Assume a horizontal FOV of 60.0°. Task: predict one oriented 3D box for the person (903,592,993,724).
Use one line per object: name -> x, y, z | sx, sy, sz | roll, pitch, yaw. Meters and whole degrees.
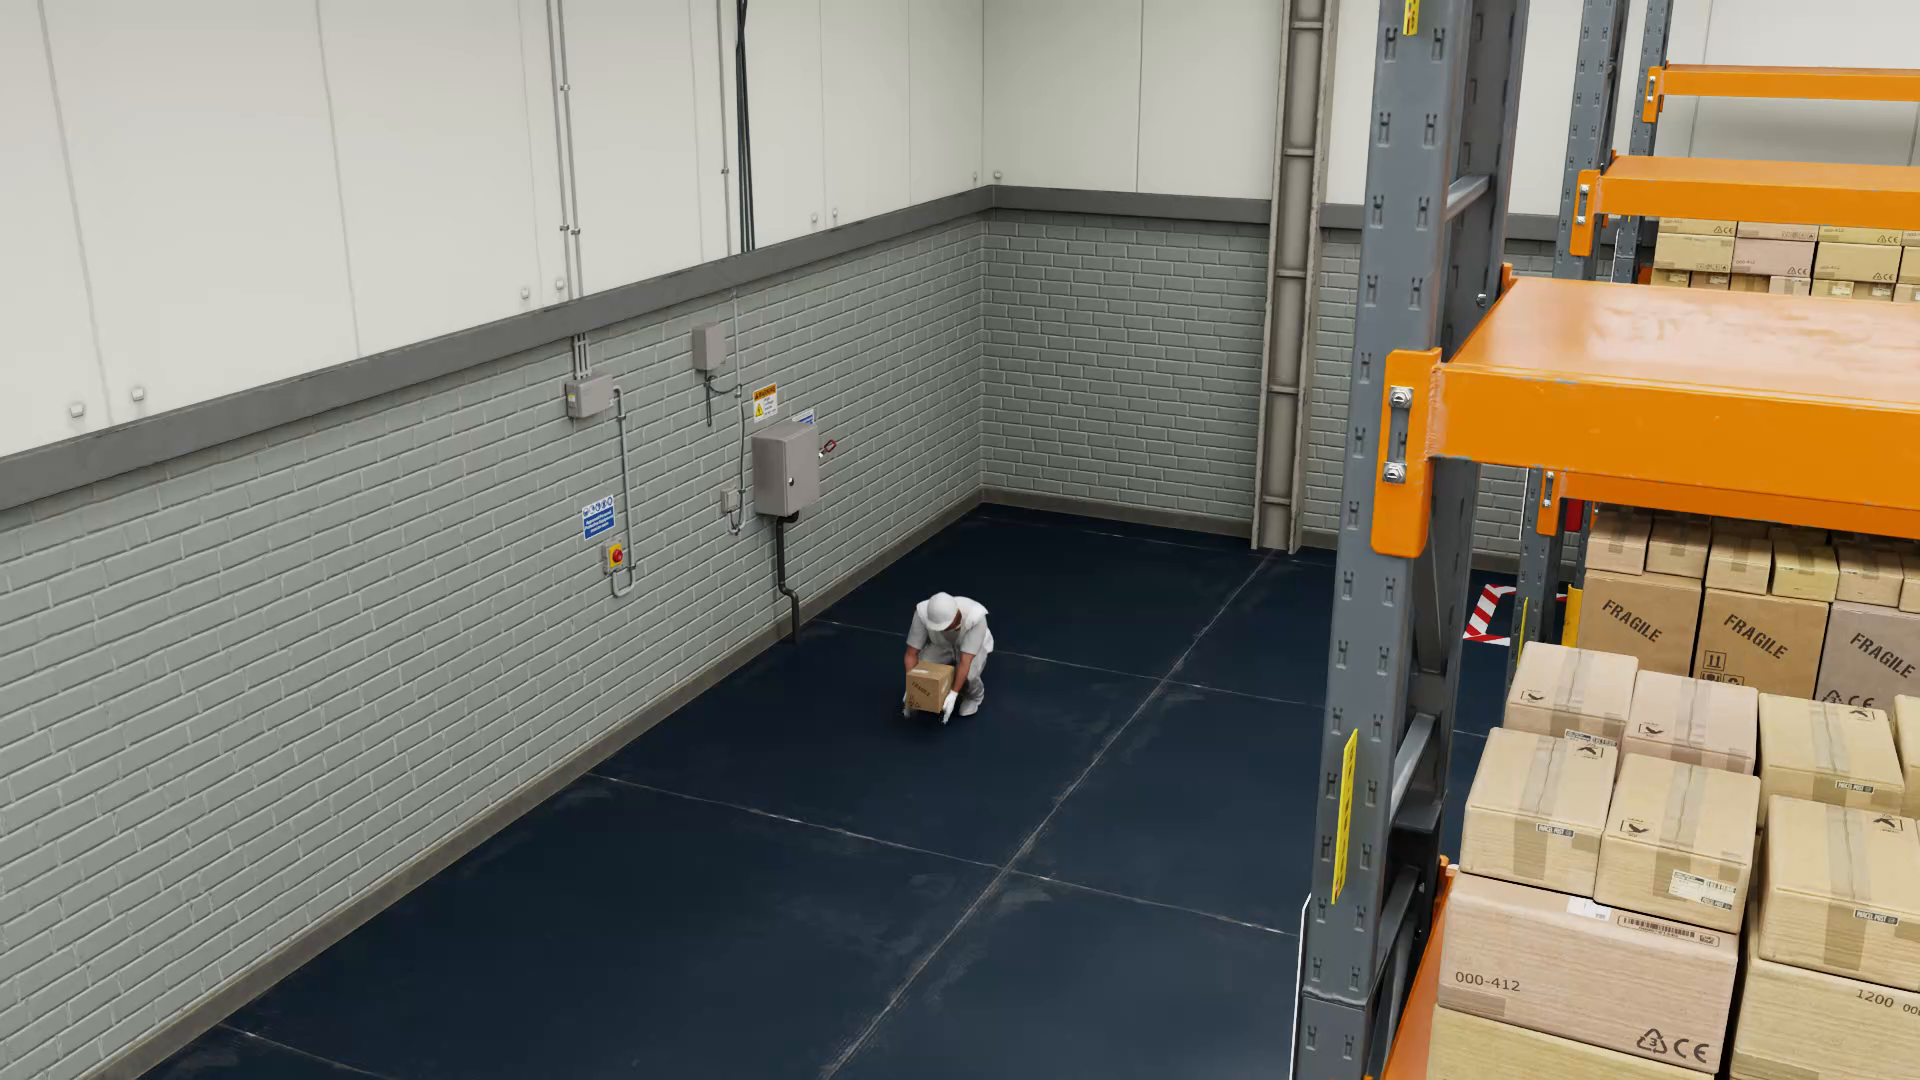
person -> -0.055, 0.748, 11.572 | 0.564, 0.999, 0.888 | 8, 20, 22
